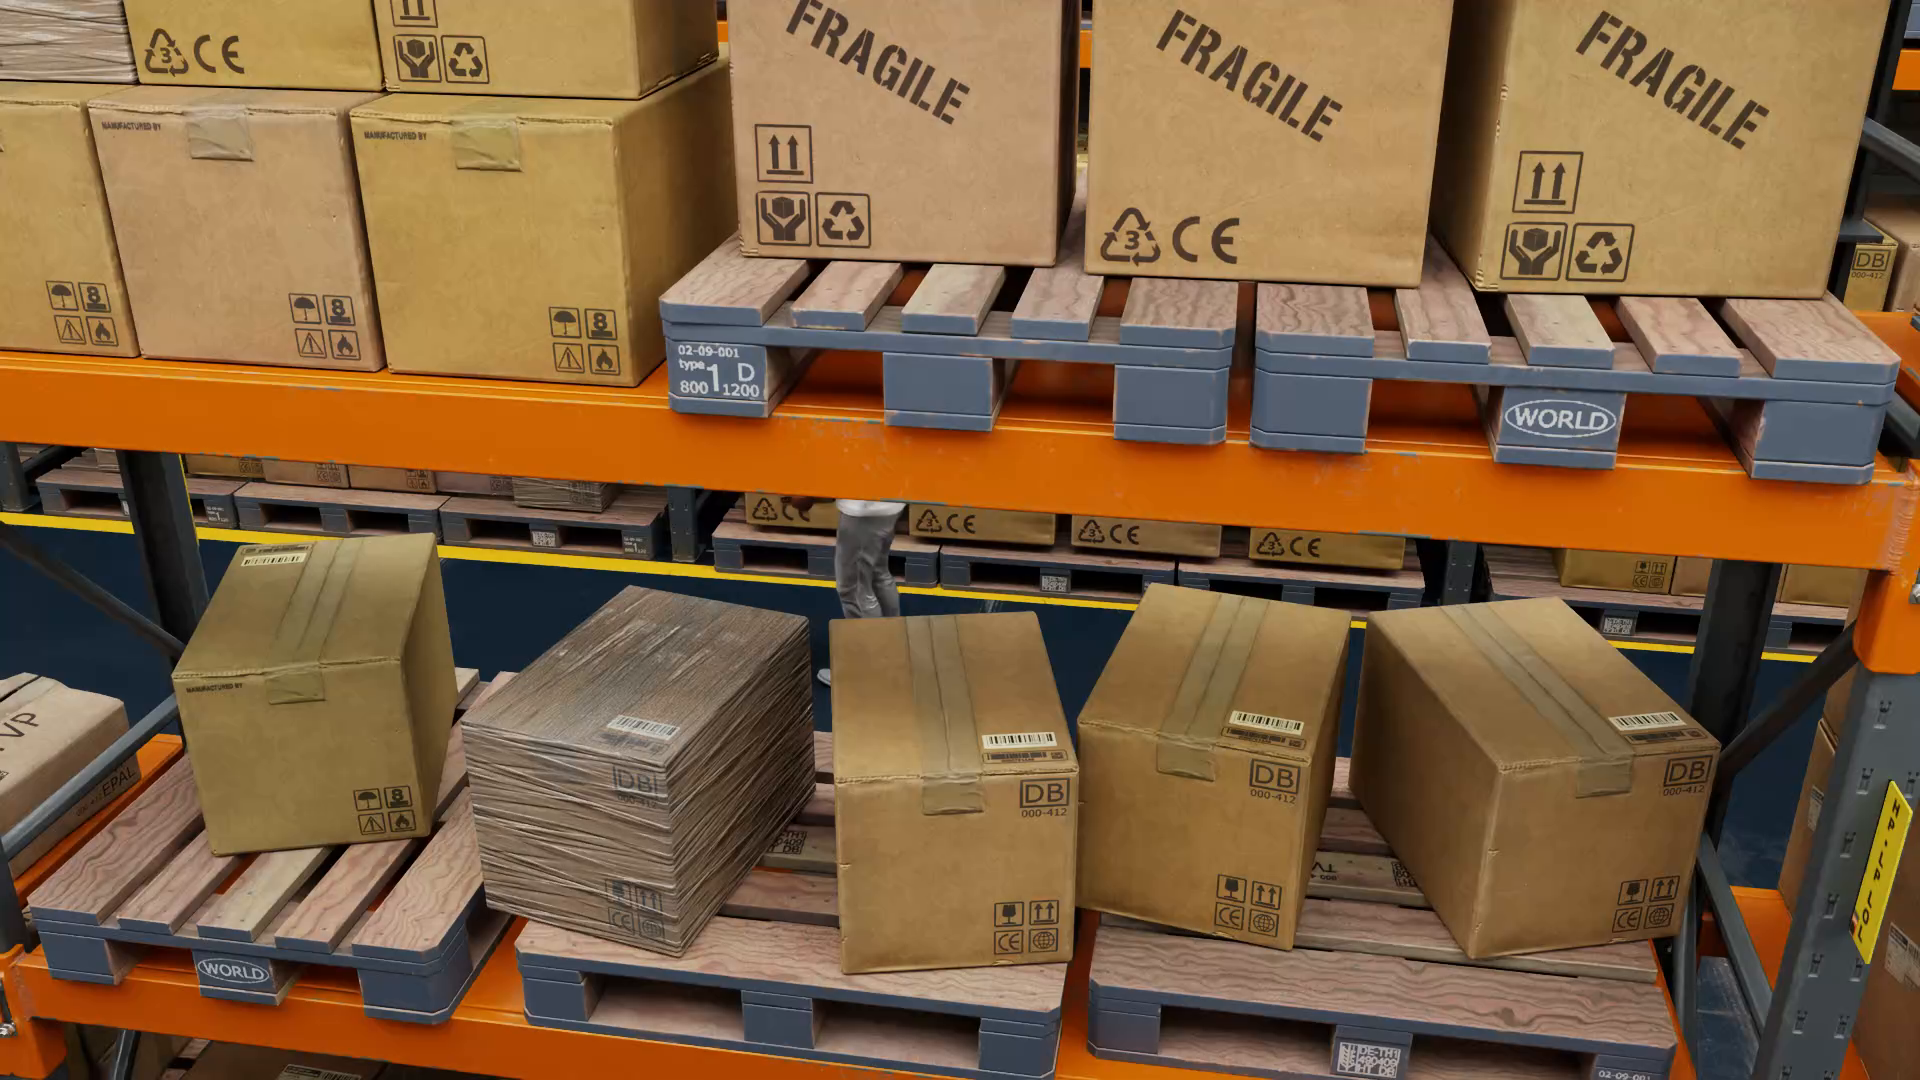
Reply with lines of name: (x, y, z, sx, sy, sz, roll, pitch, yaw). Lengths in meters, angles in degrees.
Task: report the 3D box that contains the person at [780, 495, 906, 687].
person: (-0.499, -0.171, 7.451, 0.566, 1.762, 0.504, 5, 25, 10)
